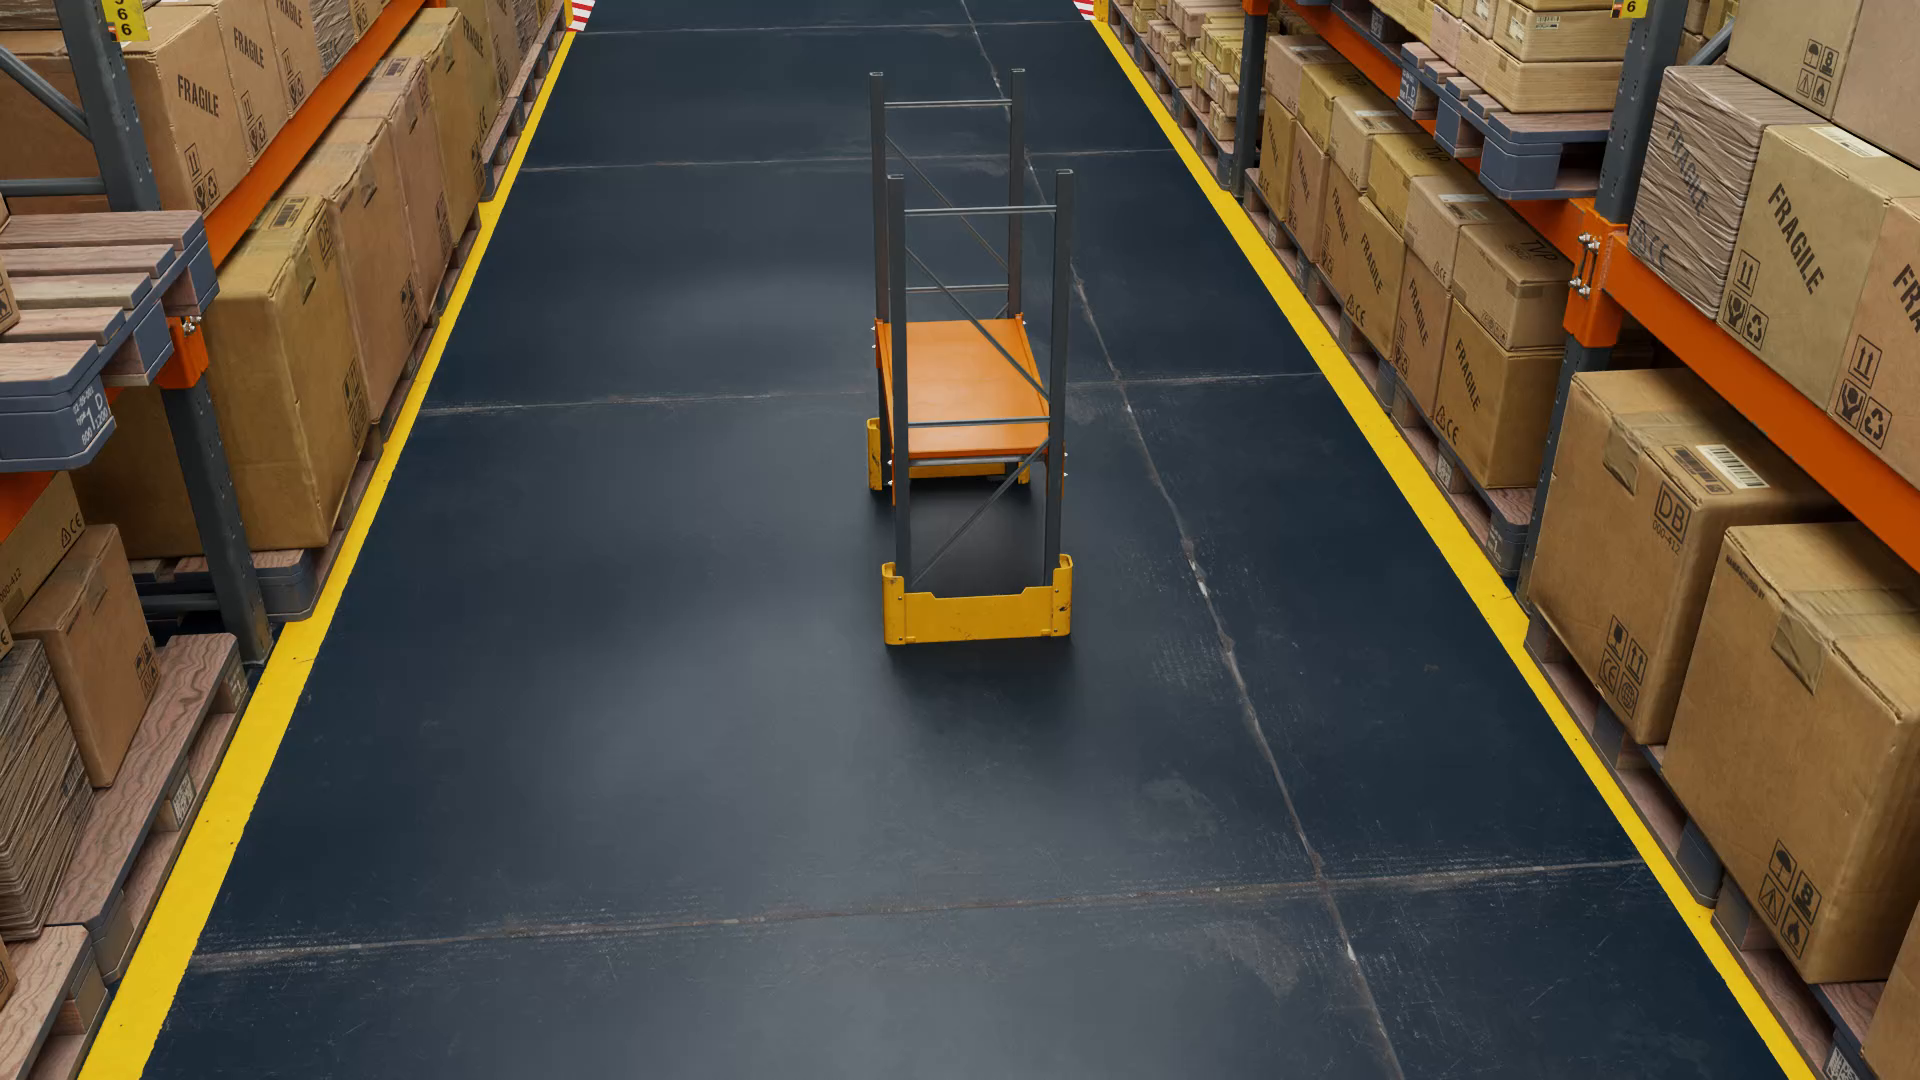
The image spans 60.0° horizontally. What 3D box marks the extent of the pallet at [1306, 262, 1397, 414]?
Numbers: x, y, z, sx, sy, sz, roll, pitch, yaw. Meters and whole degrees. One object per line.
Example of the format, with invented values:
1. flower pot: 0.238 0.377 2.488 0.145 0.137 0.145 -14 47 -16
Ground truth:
1. pallet: 2.130 -0.915 7.075 1.003 0.211 1.213 -3 31 -5

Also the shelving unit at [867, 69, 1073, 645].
1. shelving unit: 0.007 -0.605 5.300 0.587 1.500 1.083 -3 31 -5

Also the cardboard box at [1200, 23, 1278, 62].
1. cardboard box: 1.552 -2.770 9.252 0.380 0.149 0.250 -3 31 -5

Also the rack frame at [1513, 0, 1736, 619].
1. rack frame: 2.312 -1.091 4.652 1.000 3.000 0.127 -3 31 -5

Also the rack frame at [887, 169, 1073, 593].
1. rack frame: 0.055 -0.341 4.858 0.500 1.500 0.032 -3 31 -5

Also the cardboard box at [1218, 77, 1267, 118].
1. cardboard box: 1.593 -2.363 8.862 0.380 0.149 0.250 -2 31 -4

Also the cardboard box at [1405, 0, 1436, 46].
1. cardboard box: 1.743 -1.779 5.639 0.380 0.149 0.250 -3 31 -5

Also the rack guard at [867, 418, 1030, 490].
1. rack guard: -0.039 -0.323 6.046 0.587 0.250 0.087 -3 31 -5

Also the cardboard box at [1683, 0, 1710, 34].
1. cardboard box: 2.440 -1.686 5.193 0.380 0.149 0.250 -1 31 -2

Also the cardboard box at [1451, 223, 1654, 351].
1. cardboard box: 1.987 -0.857 5.556 0.500 0.250 0.500 -3 31 -6

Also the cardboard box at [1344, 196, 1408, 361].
1. cardboard box: 1.880 -1.056 6.621 0.500 0.500 0.500 -4 31 -7

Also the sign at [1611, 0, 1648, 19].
1. sign: 1.773 -1.523 4.324 0.100 0.325 0.005 -3 31 -5

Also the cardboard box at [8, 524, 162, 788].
1. cardboard box: -2.553 0.320 4.297 0.700 0.500 0.500 -4 31 -7

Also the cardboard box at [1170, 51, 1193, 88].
1. cardboard box: 1.466 -2.802 9.887 0.380 0.149 0.250 -3 31 -5

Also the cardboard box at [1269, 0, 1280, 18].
1. cardboard box: 1.976 -3.202 9.977 0.380 0.149 0.250 -4 31 -7

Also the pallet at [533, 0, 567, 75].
1. pallet: -3.230 -3.388 11.216 1.003 0.211 1.213 -3 31 -5

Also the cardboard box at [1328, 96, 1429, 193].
1. cardboard box: 1.840 -1.640 6.868 0.500 0.250 0.500 -2 31 -3

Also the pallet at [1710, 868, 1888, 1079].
1. pallet: 2.422 1.133 3.647 1.003 0.211 1.213 -3 31 -5

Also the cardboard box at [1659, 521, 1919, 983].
1. cardboard box: 2.365 0.456 3.846 1.050 0.750 0.750 -2 31 -4

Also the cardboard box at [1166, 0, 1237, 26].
1. cardboard box: 1.451 -3.177 9.934 0.380 0.149 0.250 -4 31 -6

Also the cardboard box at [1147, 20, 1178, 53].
1. cardboard box: 1.401 -3.200 10.553 0.380 0.149 0.250 -4 31 -7

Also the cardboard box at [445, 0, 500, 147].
1. cardboard box: -2.991 -2.556 8.767 0.875 0.875 0.875 -3 31 -5

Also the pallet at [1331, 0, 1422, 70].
1. pallet: 2.086 -2.018 6.390 1.003 0.211 1.213 -3 31 -5

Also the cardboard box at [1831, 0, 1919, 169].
1. cardboard box: 2.393 -1.076 3.553 0.700 0.500 0.500 -3 31 -5

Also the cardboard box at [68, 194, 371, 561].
1. cardboard box: -2.679 -0.527 5.369 1.225 0.875 0.875 -4 31 -7

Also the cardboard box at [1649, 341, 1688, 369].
1. cardboard box: 2.500 -0.572 5.810 0.500 0.500 0.500 -4 31 -7

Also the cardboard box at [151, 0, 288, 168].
1. cardboard box: -2.460 -1.472 5.193 0.500 0.500 0.500 -4 31 -6

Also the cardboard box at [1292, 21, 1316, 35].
1. cardboard box: 2.073 -2.801 9.305 0.380 0.149 0.250 -3 31 -5

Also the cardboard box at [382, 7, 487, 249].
1. cardboard box: -2.930 -1.890 7.651 1.225 0.875 0.875 -3 31 -4

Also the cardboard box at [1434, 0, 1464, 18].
1. cardboard box: 1.759 -1.792 5.371 0.380 0.149 0.250 -2 31 -3

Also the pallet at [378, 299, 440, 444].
1. pallet: -2.745 -0.736 6.776 1.003 0.211 1.213 -3 31 -5

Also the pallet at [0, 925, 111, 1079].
1. pallet: -2.453 1.312 3.347 1.003 0.211 1.213 -3 31 -5

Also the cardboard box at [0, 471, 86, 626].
1. cardboard box: -2.543 -0.002 4.106 0.500 0.250 0.500 -2 31 -3

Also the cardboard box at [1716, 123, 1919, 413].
1. cardboard box: 2.136 -0.633 3.786 0.500 0.500 0.500 -3 31 -5

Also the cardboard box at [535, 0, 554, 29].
1. cardboard box: -3.243 -3.935 11.075 0.875 0.875 0.875 -3 31 -5

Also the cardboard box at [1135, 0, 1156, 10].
1. cardboard box: 1.354 -3.581 10.900 0.380 0.149 0.250 -2 31 -3

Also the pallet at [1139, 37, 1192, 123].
1. pallet: 1.723 -2.902 10.402 1.003 0.211 1.213 -3 31 -5

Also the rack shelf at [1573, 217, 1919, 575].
1. rack shelf: 2.499 0.239 3.127 1.077 0.370 4.000 -3 31 -5

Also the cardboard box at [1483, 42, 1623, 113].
1. cardboard box: 1.809 -1.394 4.993 0.380 0.149 0.250 -2 31 -4

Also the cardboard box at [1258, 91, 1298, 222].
1. cardboard box: 1.743 -1.851 7.951 0.500 0.500 0.500 -2 31 -3

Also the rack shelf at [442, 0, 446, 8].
1. rack shelf: -3.196 -3.660 9.653 1.077 0.370 4.000 -3 31 -5

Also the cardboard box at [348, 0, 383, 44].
1. cardboard box: -2.599 -2.245 6.486 0.500 0.500 0.500 -3 31 -5

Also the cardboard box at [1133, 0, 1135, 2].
1. cardboard box: 1.401 -3.719 11.423 0.380 0.149 0.250 -3 31 -5
